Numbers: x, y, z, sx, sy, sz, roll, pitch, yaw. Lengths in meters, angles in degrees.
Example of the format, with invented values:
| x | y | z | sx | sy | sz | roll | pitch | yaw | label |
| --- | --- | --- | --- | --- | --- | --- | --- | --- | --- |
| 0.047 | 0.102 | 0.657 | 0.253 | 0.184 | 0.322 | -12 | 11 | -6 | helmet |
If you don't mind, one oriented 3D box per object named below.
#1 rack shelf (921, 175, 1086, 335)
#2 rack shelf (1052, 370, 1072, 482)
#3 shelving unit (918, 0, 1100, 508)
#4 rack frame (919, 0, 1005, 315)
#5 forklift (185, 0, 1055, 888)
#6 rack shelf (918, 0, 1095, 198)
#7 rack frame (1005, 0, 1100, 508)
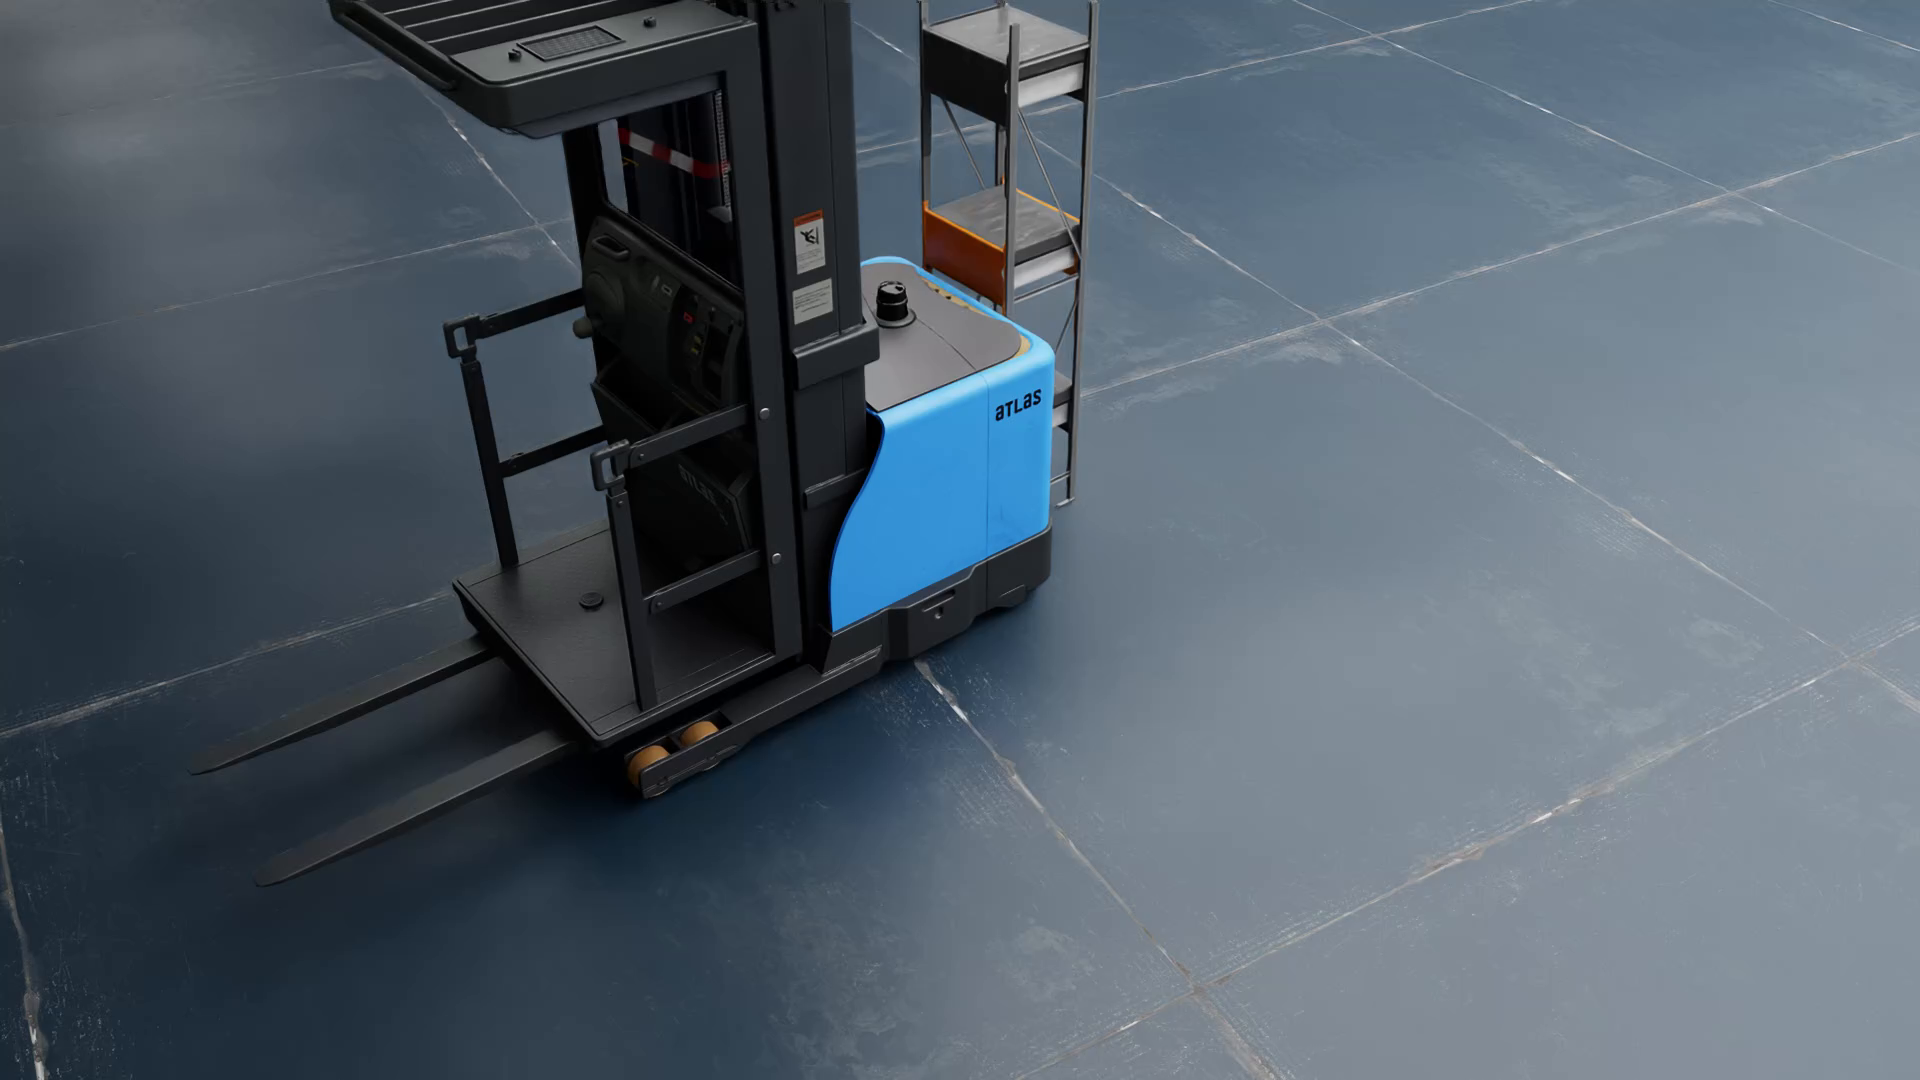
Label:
| x | y | z | sx | sy | sz | roll | pitch | yaw | label |
| --- | --- | --- | --- | --- | --- | --- | --- | --- | --- |
| 0.168 | -1.043 | 6.421 | 0.431 | 0.518 | 0.480 | -26 | 43 | -31 | rack shelf |
| 0.168 | -0.477 | 6.833 | 0.431 | 0.518 | 0.480 | -26 | 43 | -31 | rack shelf |
| 0.168 | -1.054 | 6.412 | 0.431 | 2.100 | 0.503 | -26 | 43 | -31 | shelving unit |
| 0.013 | -1.165 | 6.565 | 0.400 | 2.100 | 0.015 | -26 | 43 | -31 | rack frame |
| -1.116 | -0.680 | 5.196 | 3.031 | 2.935 | 1.130 | -25 | 43 | -30 | forklift |
| 0.168 | -1.608 | 6.008 | 0.431 | 0.518 | 0.480 | -26 | 43 | -31 | rack shelf |
| 0.323 | -0.943 | 6.260 | 0.400 | 2.100 | 0.015 | -26 | 43 | -31 | rack frame |
